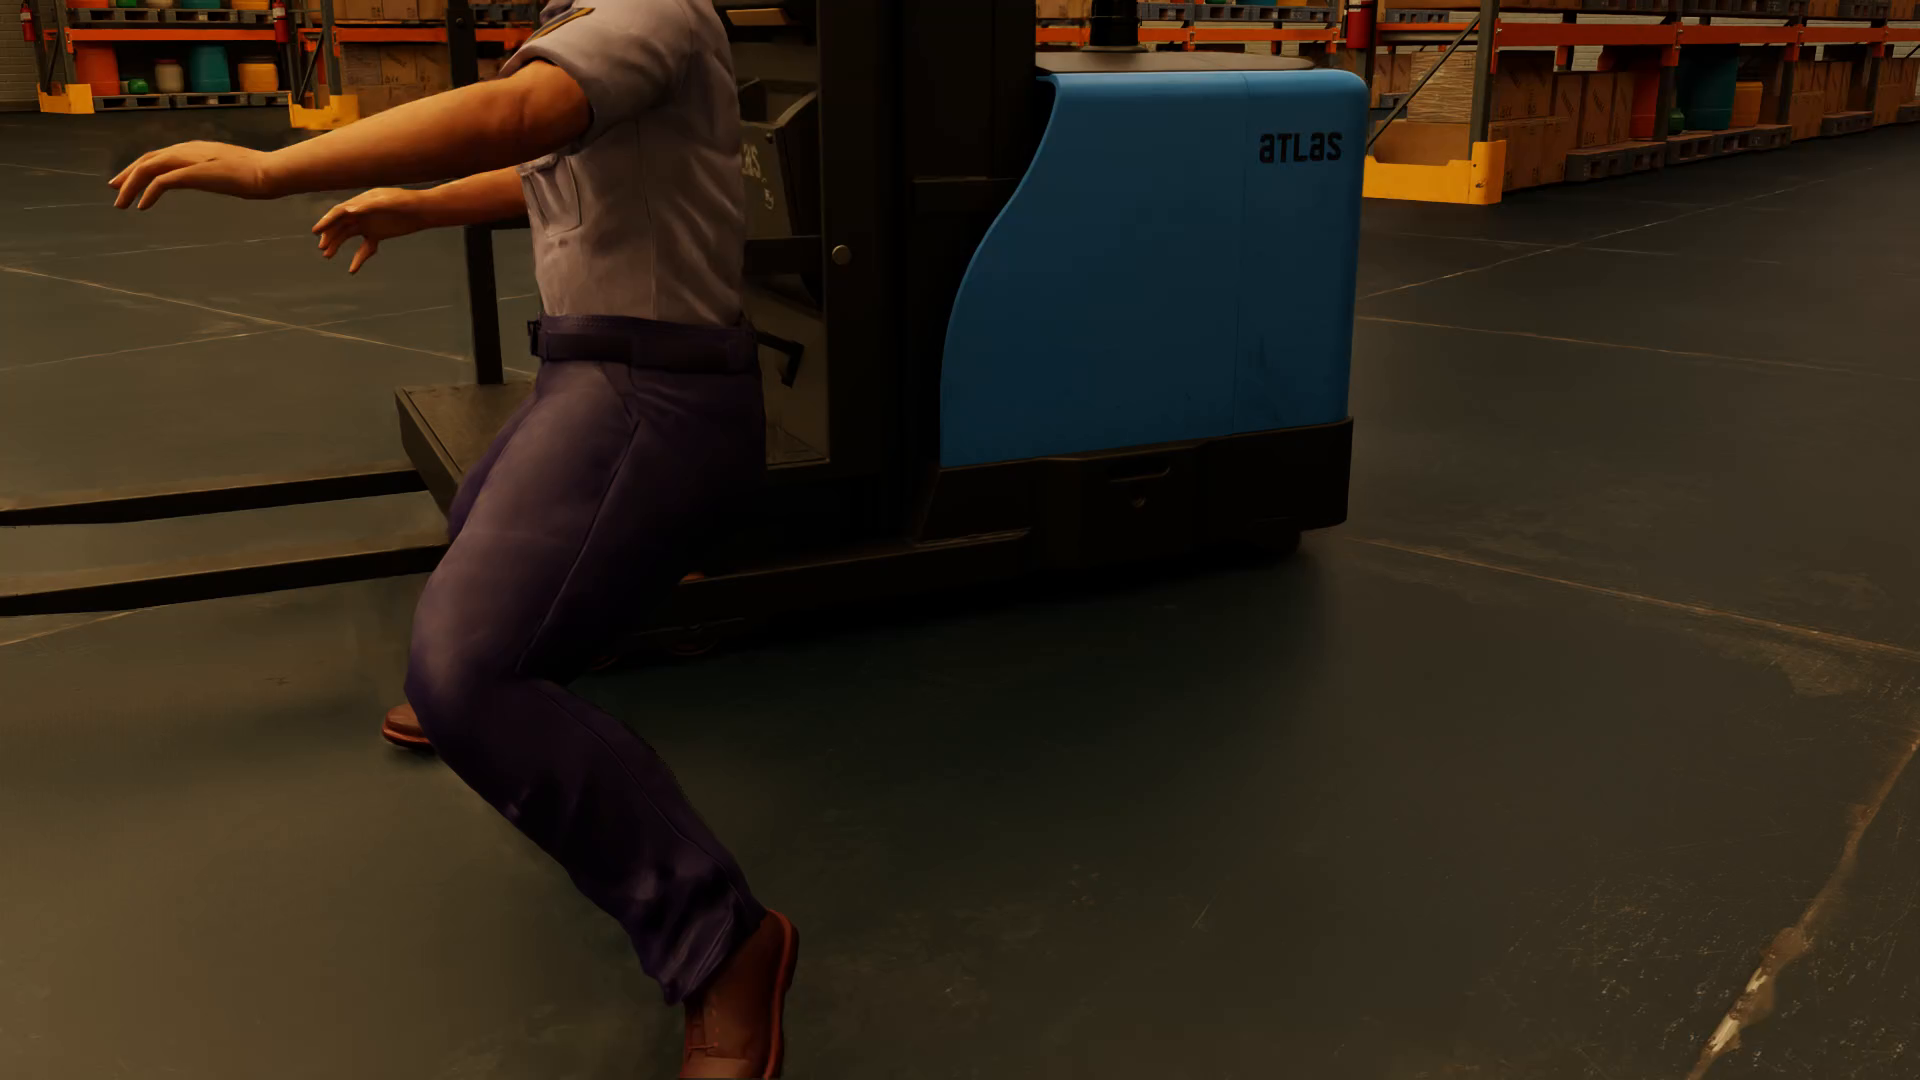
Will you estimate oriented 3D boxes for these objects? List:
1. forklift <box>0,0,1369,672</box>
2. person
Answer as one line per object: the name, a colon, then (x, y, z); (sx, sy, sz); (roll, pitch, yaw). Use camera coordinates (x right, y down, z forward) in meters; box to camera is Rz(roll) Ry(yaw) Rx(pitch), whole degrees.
forklift: (-0.660, -1.329, 3.274); (3.031, 2.935, 1.130); (-8, 18, -24)
person: (-0.572, -0.185, 2.131); (0.687, 1.459, 1.218); (-2, 17, -6)
